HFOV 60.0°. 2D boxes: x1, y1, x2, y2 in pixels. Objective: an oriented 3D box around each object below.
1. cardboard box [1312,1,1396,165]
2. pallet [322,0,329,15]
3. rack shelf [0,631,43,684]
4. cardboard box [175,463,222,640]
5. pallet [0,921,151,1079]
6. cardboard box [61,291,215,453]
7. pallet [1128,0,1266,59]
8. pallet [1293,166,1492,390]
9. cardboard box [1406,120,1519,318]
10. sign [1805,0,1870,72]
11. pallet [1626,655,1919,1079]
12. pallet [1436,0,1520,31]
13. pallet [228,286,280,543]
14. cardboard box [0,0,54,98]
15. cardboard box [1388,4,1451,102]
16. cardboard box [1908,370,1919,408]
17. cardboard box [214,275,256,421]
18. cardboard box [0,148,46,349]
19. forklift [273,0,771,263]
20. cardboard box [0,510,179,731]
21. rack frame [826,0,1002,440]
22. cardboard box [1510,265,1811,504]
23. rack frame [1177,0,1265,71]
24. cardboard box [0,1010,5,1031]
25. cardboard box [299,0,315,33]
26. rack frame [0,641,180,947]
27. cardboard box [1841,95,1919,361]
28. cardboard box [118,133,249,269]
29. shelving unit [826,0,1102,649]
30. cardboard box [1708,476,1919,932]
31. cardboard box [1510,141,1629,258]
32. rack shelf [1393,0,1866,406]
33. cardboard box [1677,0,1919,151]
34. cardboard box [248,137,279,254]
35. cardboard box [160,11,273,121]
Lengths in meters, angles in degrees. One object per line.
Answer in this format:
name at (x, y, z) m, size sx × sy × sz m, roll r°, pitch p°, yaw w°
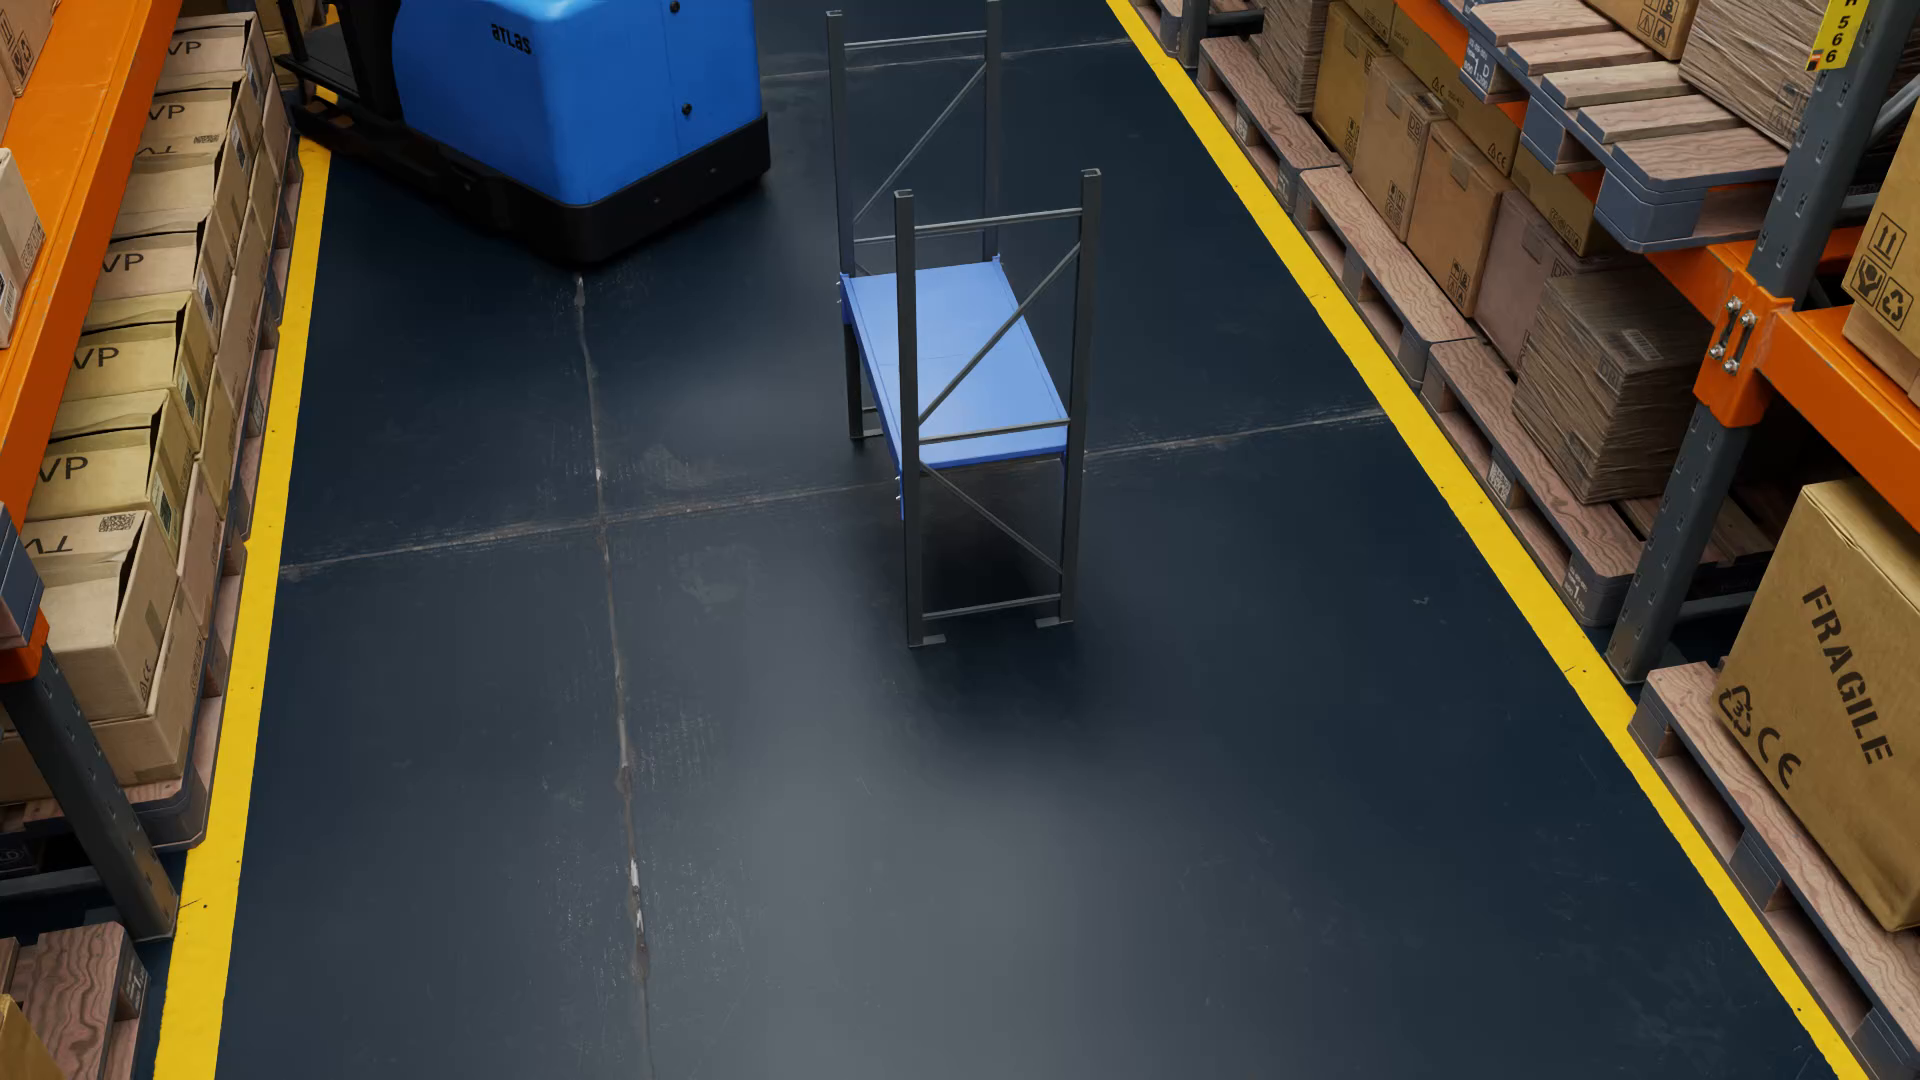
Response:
cardboard box at (1.854, -1.830, 6.604) m, size 0.700 × 0.500 × 0.500 m, roll -9°, pitch 42°, yaw -10°
pallet at (-3.716, -2.962, 8.428) m, size 1.003 × 0.211 × 1.213 m, roll -8°, pitch 42°, yaw -9°
rack shelf at (-2.023, 1.467, 1.879) m, size 1.077 × 0.370 × 4.000 m, roll -8°, pitch 42°, yaw -9°
cardboard box at (-2.390, 0.066, 4.671) m, size 0.500 × 0.250 × 0.500 m, roll -9°, pitch 42°, yaw -10°
pallet at (-2.330, 1.434, 3.476) m, size 1.003 × 0.211 × 1.213 m, roll -8°, pitch 42°, yaw -9°
cardboard box at (-2.510, -0.488, 4.873) m, size 0.500 × 0.311 × 0.500 m, roll -9°, pitch 42°, yaw -10°
pallet at (1.339, -2.791, 8.235) m, size 1.003 × 0.211 × 1.213 m, roll -8°, pitch 42°, yaw -9°
pallet at (1.954, -1.064, 6.289) m, size 1.003 × 0.211 × 1.213 m, roll -8°, pitch 42°, yaw -9°
cardboard box at (2.043, -1.168, 5.858) m, size 0.700 × 0.500 × 0.500 m, roll -9°, pitch 42°, yaw -10°
sign at (1.854, -1.130, 3.451) m, size 0.100 × 0.325 × 0.005 m, roll -8°, pitch 42°, yaw -9°
pallet at (2.478, 0.754, 4.241) m, size 1.003 × 0.211 × 1.213 m, roll -8°, pitch 42°, yaw -9°
pallet at (1.914, -2.016, 5.406) m, size 1.003 × 0.211 × 1.213 m, roll -8°, pitch 42°, yaw -9°
pallet at (-2.854, -0.384, 5.523) m, size 1.003 × 0.211 × 1.213 m, roll -8°, pitch 42°, yaw -9°
cardboard box at (-2.946, -1.562, 4.675) m, size 0.500 × 0.500 × 0.500 m, roll -8°, pitch 42°, yaw -9°
cardboard box at (1.908, -1.817, 6.024) m, size 0.500 × 0.250 × 0.500 m, roll -9°, pitch 42°, yaw -11°
cardboard box at (2.272, -0.313, 3.517) m, size 0.380 × 0.149 × 0.250 m, roll -8°, pitch 42°, yaw -9°
cardboard box at (-2.619, -0.603, 5.424) m, size 0.500 × 0.250 × 0.500 m, roll -8°, pitch 42°, yaw -8°
cardboard box at (-2.459, -0.672, 3.815) m, size 0.500 × 0.311 × 0.500 m, roll -9°, pitch 42°, yaw -10°
forklift at (-2.241, -2.978, 6.397) m, size 3.031 × 2.935 × 1.130 m, roll 29°, pitch 49°, yaw 29°
cardboard box at (-2.281, 0.182, 4.118) m, size 0.500 × 0.311 × 0.500 m, roll -7°, pitch 42°, yaw -8°
rack frame at (-0.128, -0.946, 5.186) m, size 0.500 × 1.500 × 0.032 m, roll -8°, pitch 42°, yaw -9°
cardboard box at (2.175, -0.499, 5.105) m, size 0.700 × 0.500 × 0.500 m, roll -8°, pitch 42°, yaw -9°
rack frame at (1.518, -3.403, 6.824) m, size 1.000 × 3.000 × 0.127 m, roll -8°, pitch 42°, yaw -9°
cardboard box at (-2.007, 1.000, 2.850) m, size 0.500 × 0.250 × 0.500 m, roll -7°, pitch 42°, yaw -8°
cardboard box at (-3.225, -2.489, 7.549) m, size 0.500 × 0.250 × 0.500 m, roll -8°, pitch 42°, yaw -9°
rack frame at (-2.455, -0.098, 3.101) m, size 1.000 × 3.000 × 0.127 m, roll -8°, pitch 42°, yaw -9°
cardboard box at (2.236, -0.615, 3.369) m, size 0.500 × 0.500 × 0.500 m, roll -7°, pitch 42°, yaw -8°
cardboard box at (-2.727, -1.148, 5.616) m, size 0.500 × 0.311 × 0.500 m, roll -8°, pitch 42°, yaw -9°
shelving unit at (-0.018, -0.616, 4.814) m, size 0.538 × 1.500 × 1.048 m, roll -8°, pitch 42°, yaw -9°
cardboard box at (2.412, 0.332, 3.920) m, size 0.750 × 0.750 × 0.750 m, roll -9°, pitch 42°, yaw -10°
cardboard box at (2.113, -1.158, 5.282) m, size 0.500 × 0.250 × 0.500 m, roll -8°, pitch 42°, yaw -8°
rack shelf at (1.950, -1.838, 5.603) m, size 1.077 × 0.370 × 4.000 m, roll -8°, pitch 42°, yaw -9°
cardboard box at (2.270, -1.316, 4.066) m, size 0.700 × 0.500 × 0.500 m, roll -13°, pitch 43°, yaw -14°
cardboard box at (-2.838, -1.264, 6.170) m, size 0.500 × 0.250 × 0.500 m, roll -9°, pitch 42°, yaw -10°
cardboard box at (-2.951, -1.808, 6.360) m, size 0.500 × 0.311 × 0.500 m, roll -8°, pitch 42°, yaw -9°
